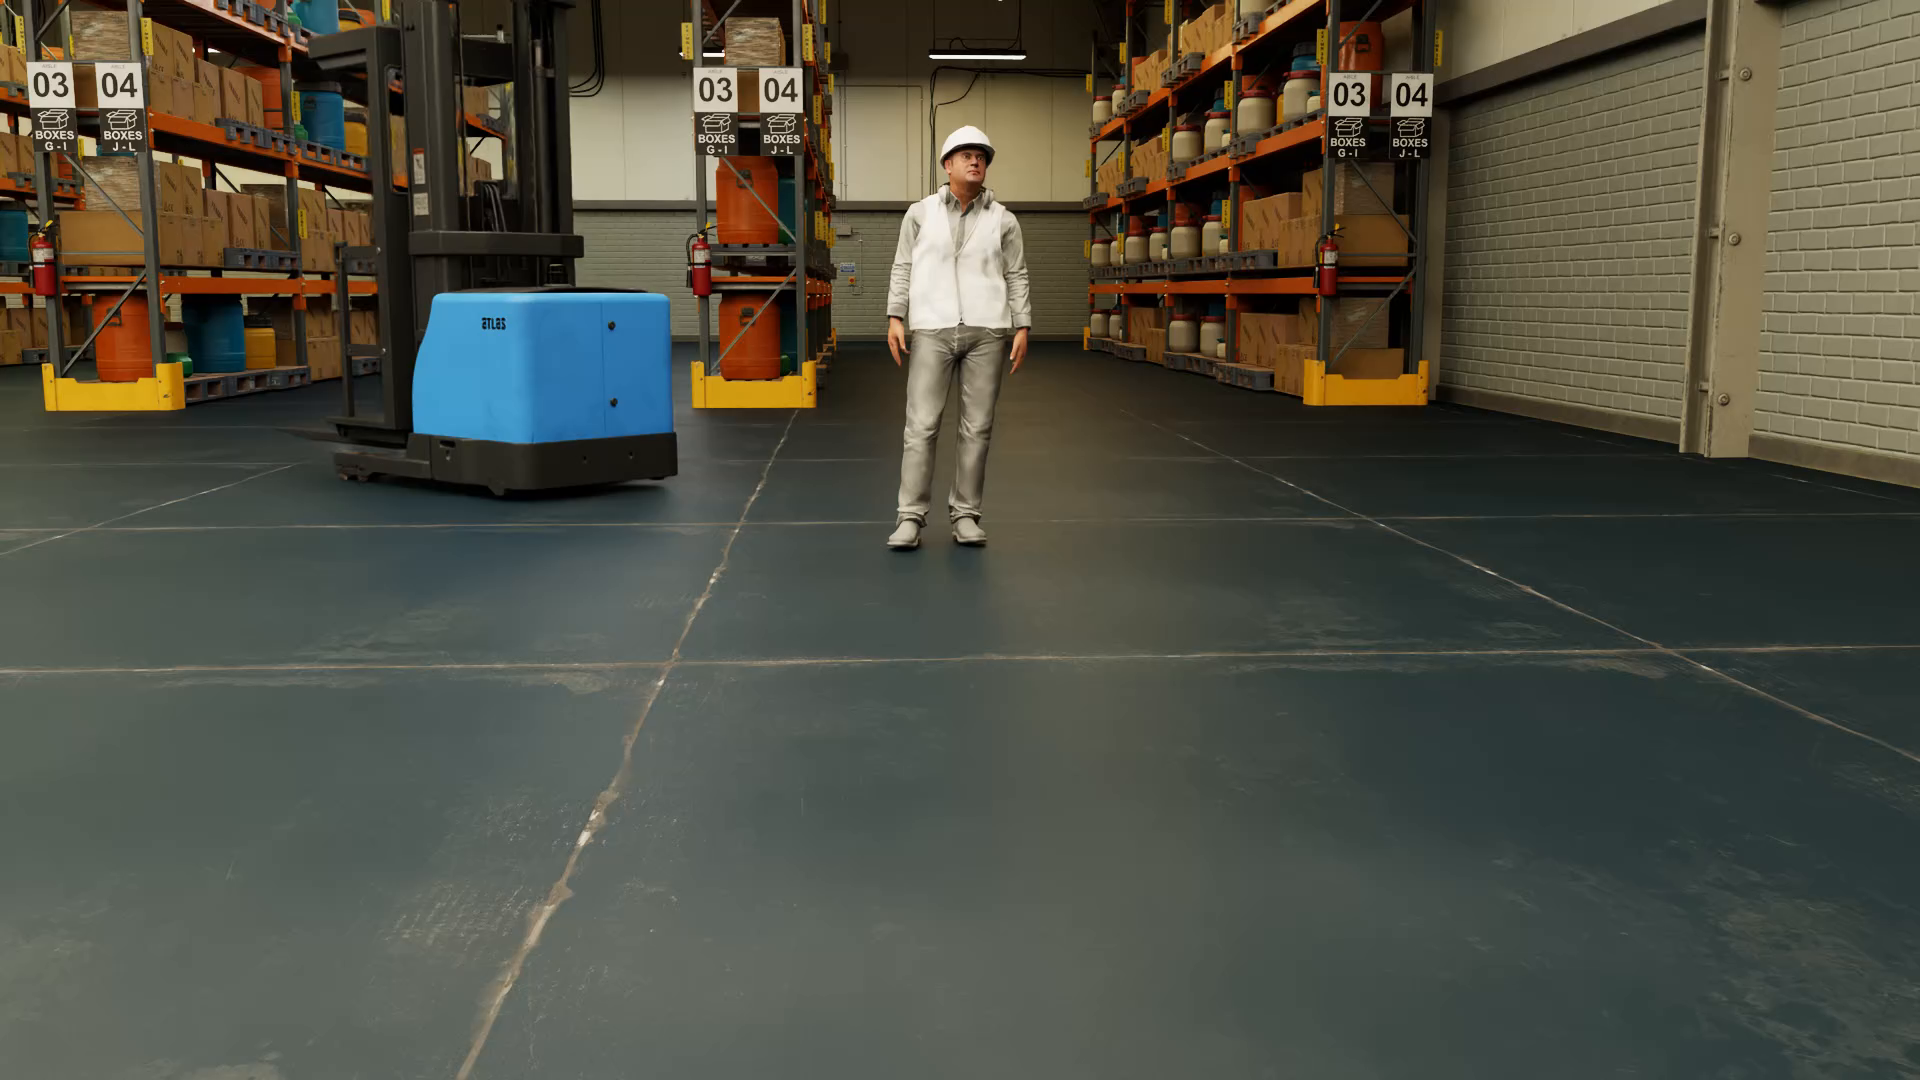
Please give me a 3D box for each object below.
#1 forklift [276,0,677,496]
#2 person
[{"bbox_3d":[-3.012,-1.833,9.673,3.031,2.935,1.130,7,11,41],"label":"forklift"},{"bbox_3d":[-0.004,-0.875,7.116,0.633,1.775,0.566,-1,8,-4],"label":"person"}]
